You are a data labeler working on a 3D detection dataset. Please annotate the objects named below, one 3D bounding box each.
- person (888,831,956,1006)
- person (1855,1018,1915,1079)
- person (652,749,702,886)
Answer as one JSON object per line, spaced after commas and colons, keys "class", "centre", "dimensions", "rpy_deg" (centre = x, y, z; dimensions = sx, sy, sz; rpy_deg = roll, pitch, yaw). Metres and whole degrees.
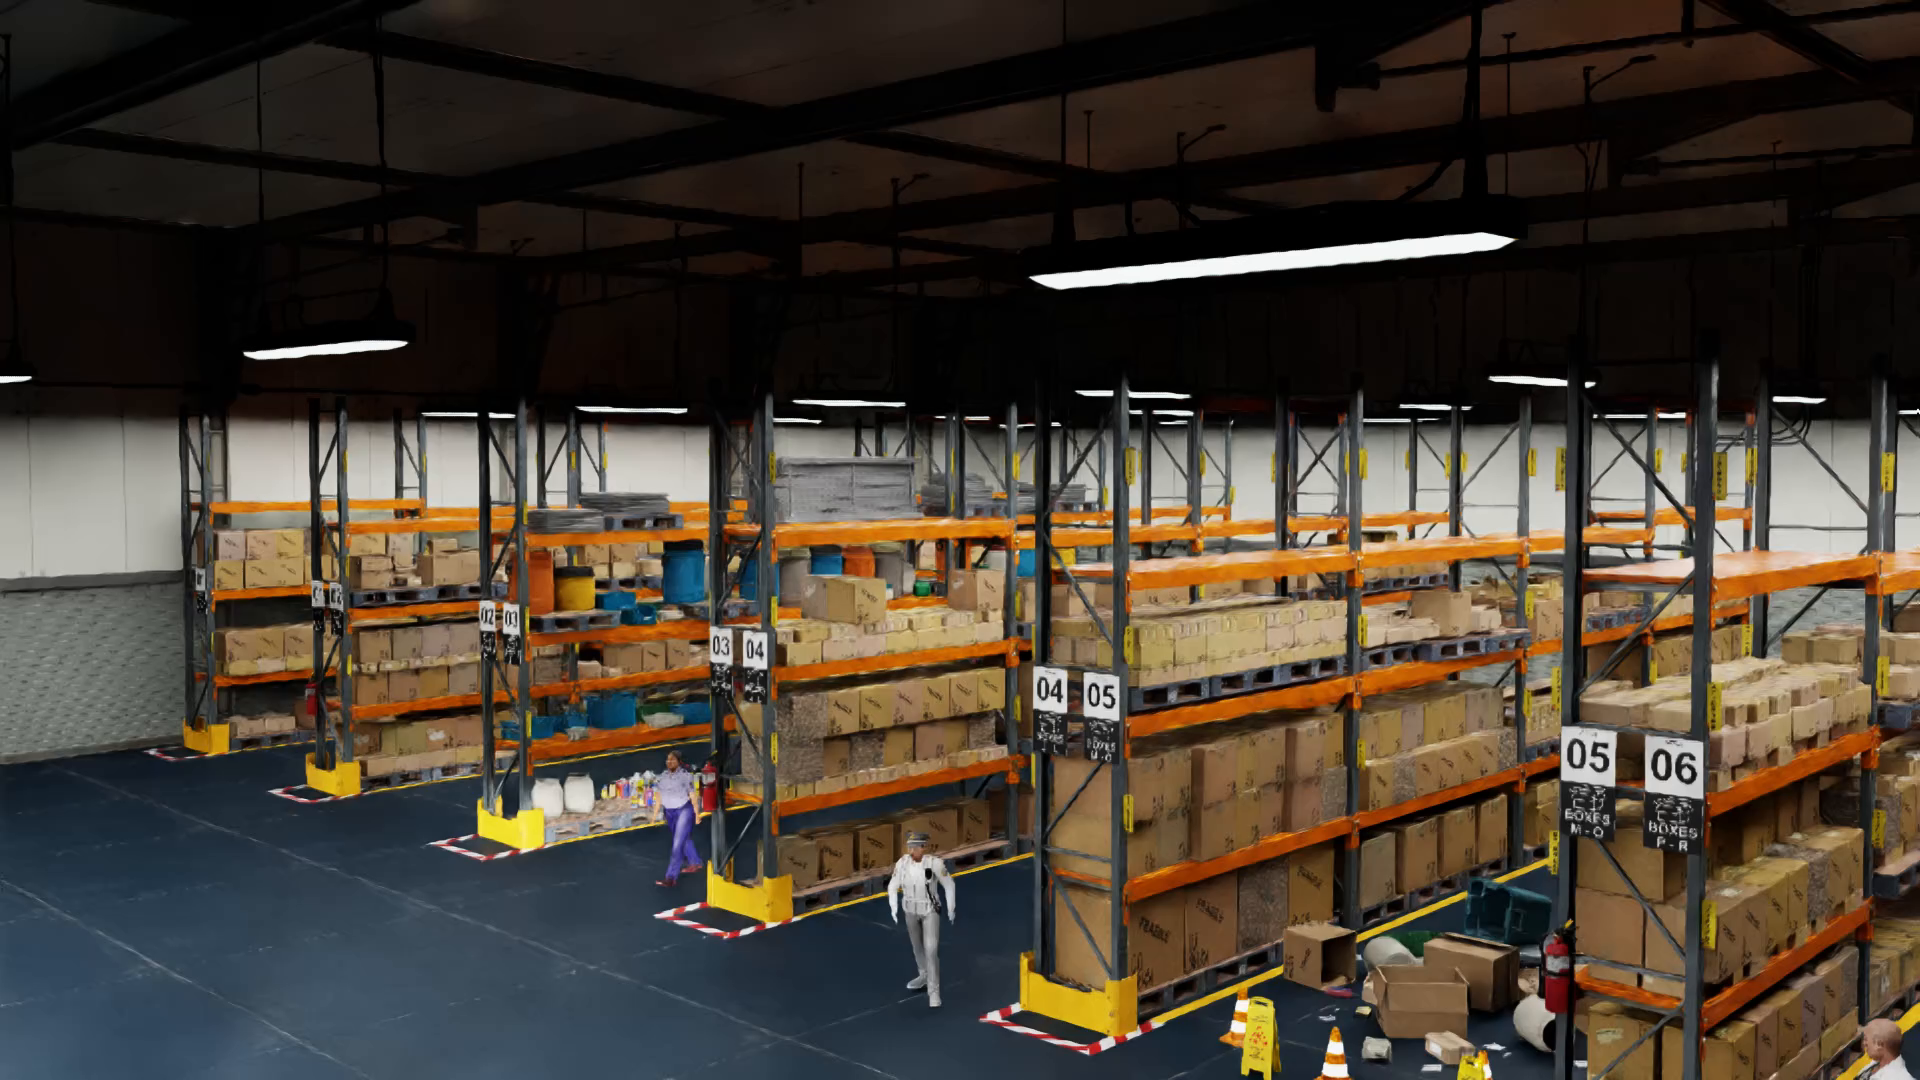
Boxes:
{"class": "person", "centre": [-0.347, 3.526, 15.738], "dimensions": [0.631, 1.603, 0.774], "rpy_deg": [1, 3, 23]}
{"class": "person", "centre": [5.547, 3.840, 9.871], "dimensions": [0.504, 1.579, 0.739], "rpy_deg": [1, 3, 11]}
{"class": "person", "centre": [-3.422, 3.303, 20.049], "dimensions": [0.478, 1.580, 0.999], "rpy_deg": [2, 4, 35]}
